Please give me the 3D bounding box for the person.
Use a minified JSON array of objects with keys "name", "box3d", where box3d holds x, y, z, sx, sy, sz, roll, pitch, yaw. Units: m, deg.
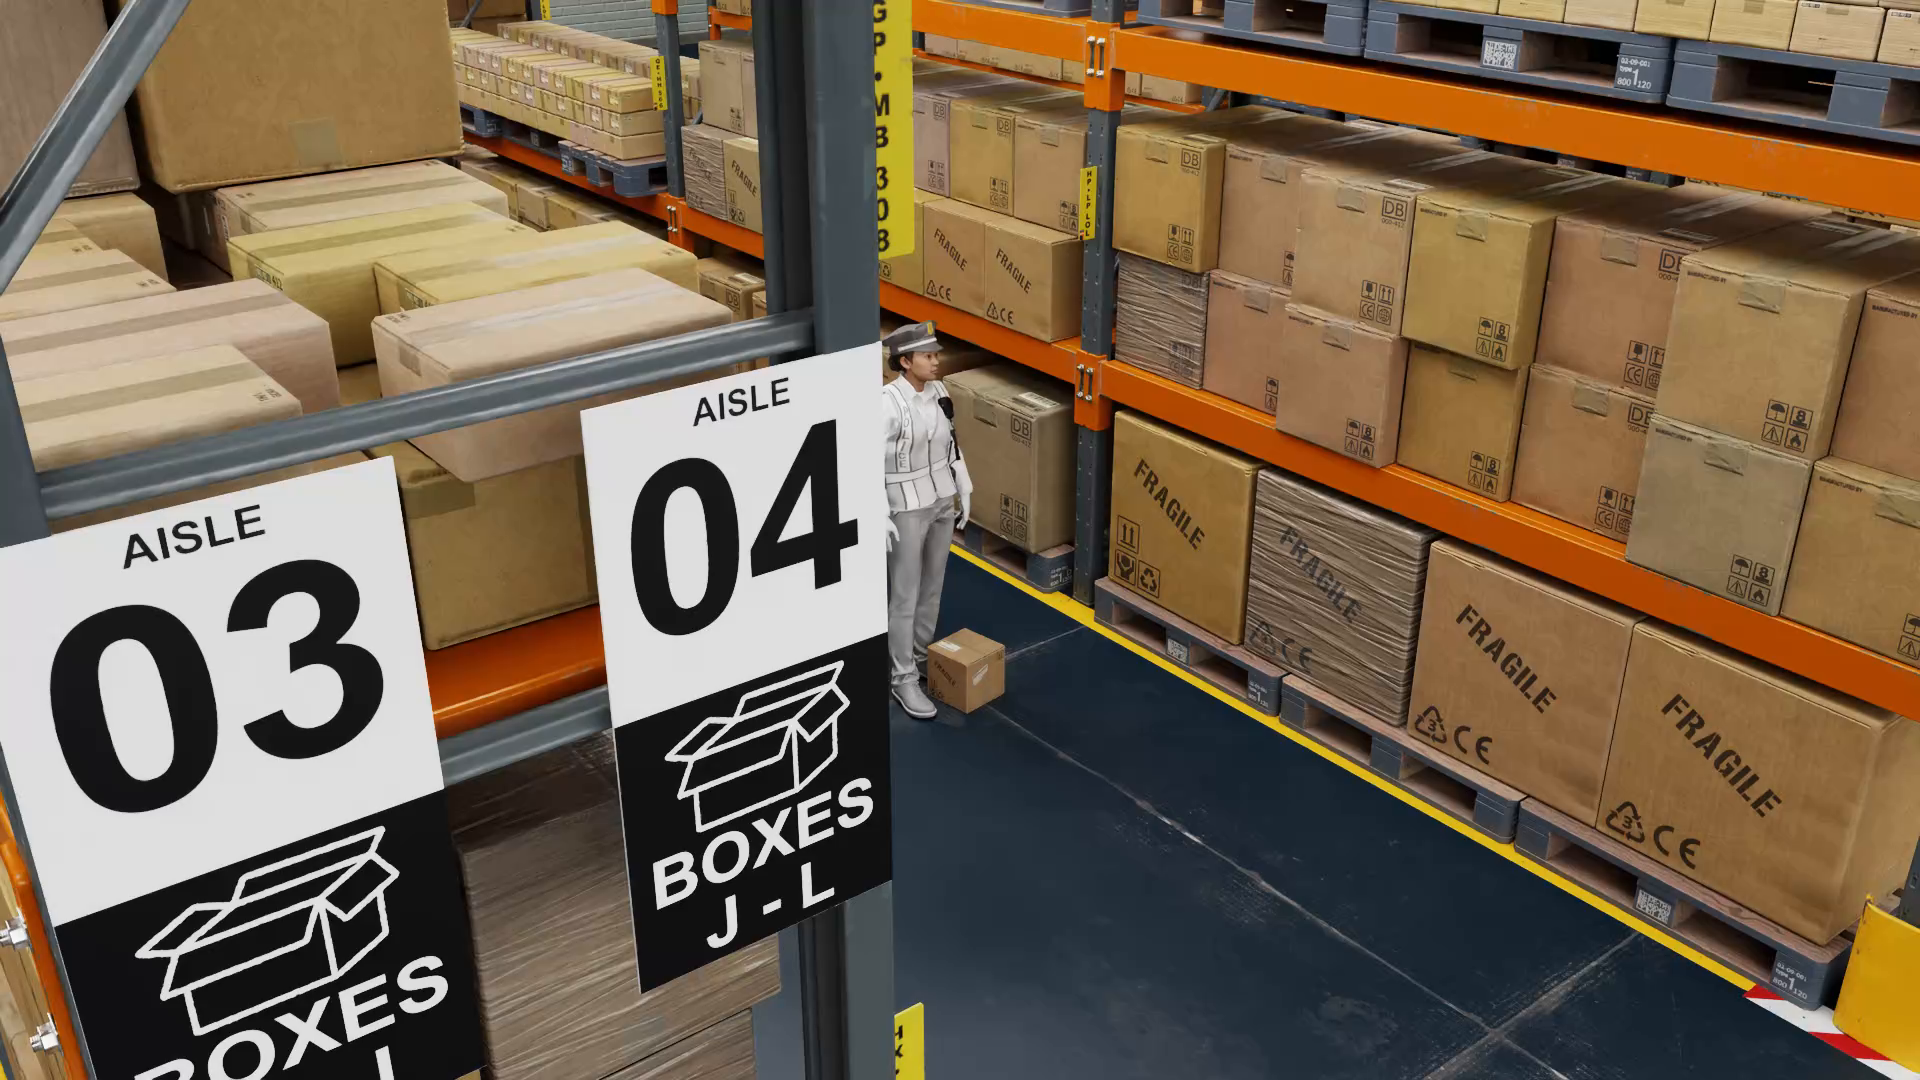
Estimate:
[{"name":"person","box3d":[-0.139,-0.127,7.318,0.587,1.696,0.531,-23,33,-40]}]
